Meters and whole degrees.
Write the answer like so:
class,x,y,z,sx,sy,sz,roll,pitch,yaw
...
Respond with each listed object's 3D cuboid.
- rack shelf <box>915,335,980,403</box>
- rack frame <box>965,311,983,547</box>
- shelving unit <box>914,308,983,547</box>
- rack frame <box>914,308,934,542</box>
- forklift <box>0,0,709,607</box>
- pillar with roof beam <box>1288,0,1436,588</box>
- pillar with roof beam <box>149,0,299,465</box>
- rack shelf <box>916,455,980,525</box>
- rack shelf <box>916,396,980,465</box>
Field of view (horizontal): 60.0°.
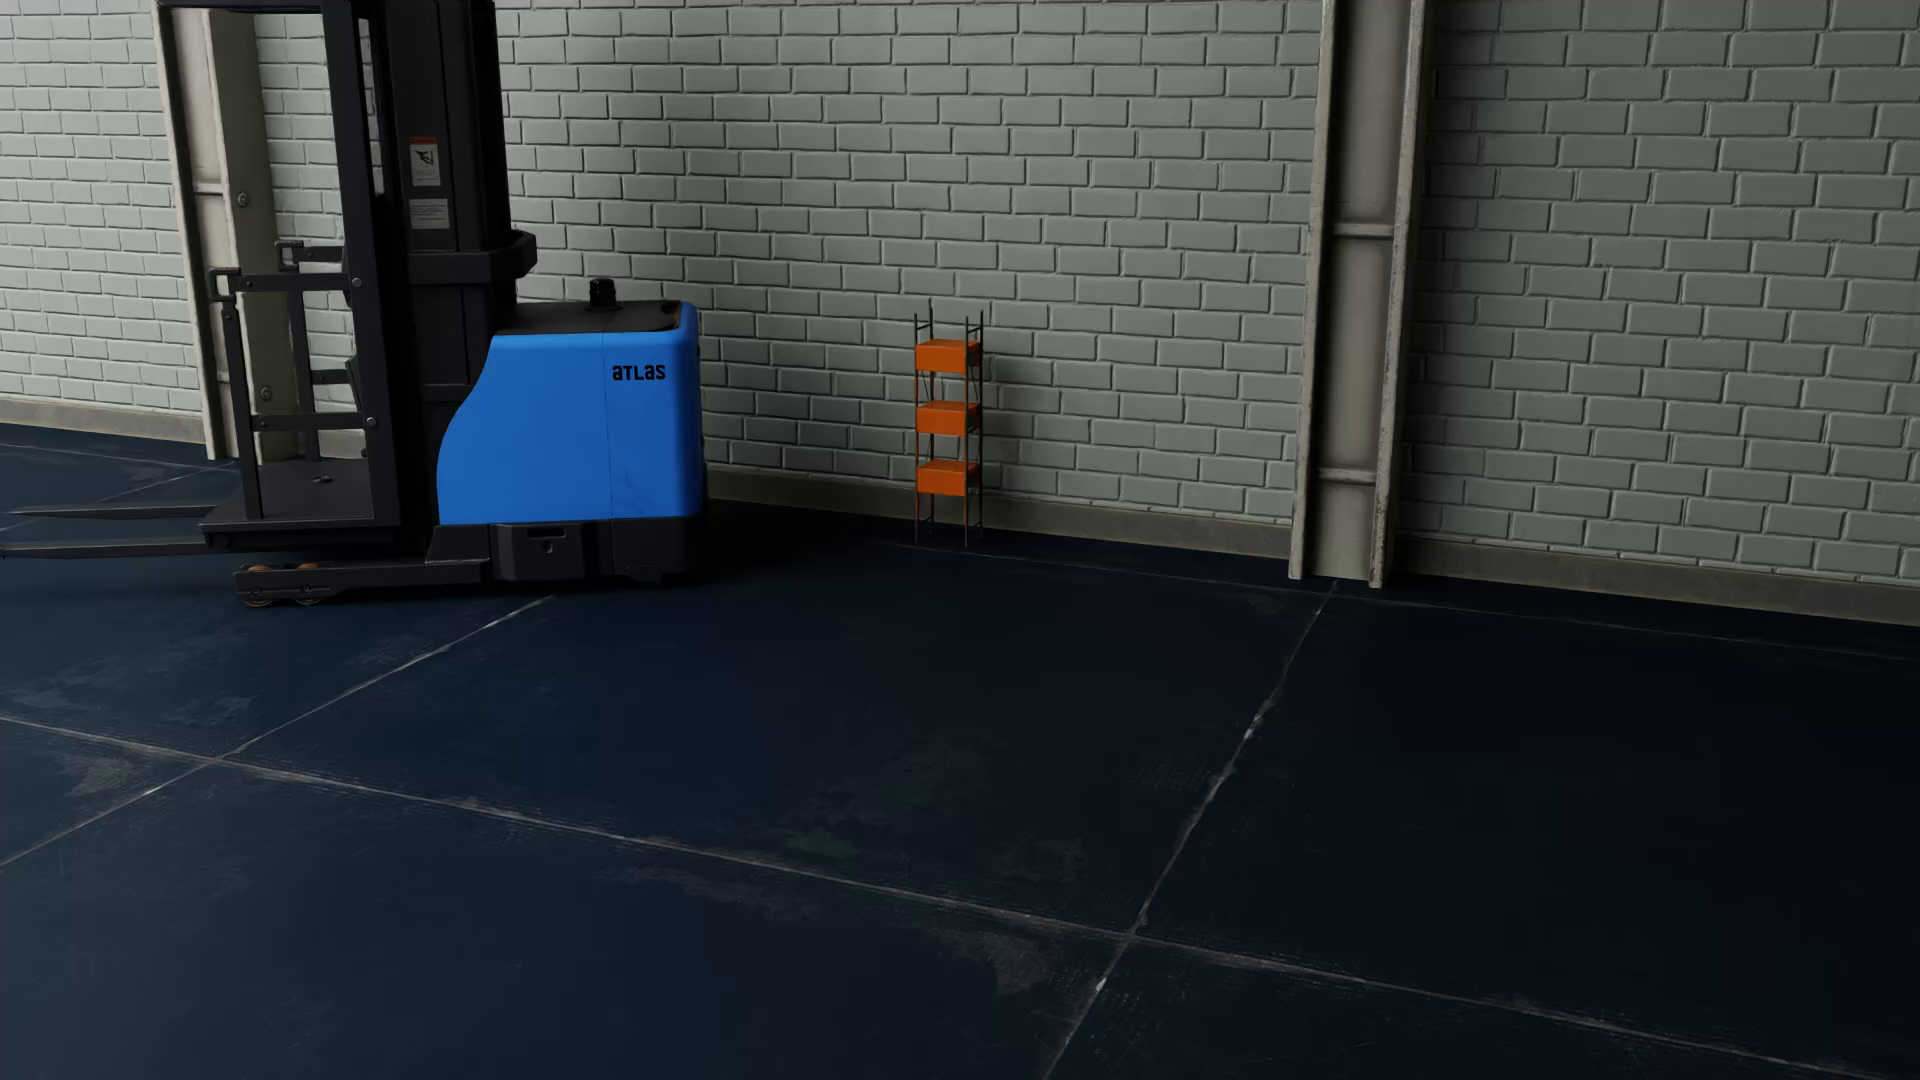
class,x,y,z,sx,sy,sz,roll,pitch,yaw
rack shelf,-0.050,-0.772,7.470,0.240,0.259,0.215,6,17,21
rack frame,0.064,-0.497,7.503,0.008,1.050,0.200,6,17,21
shelving unit,-0.050,-0.510,7.546,0.252,1.050,0.215,6,17,21
rack frame,-0.163,-0.522,7.589,0.008,1.050,0.200,6,17,21
forklift,-2.632,-1.294,6.872,3.031,2.935,1.130,-2,16,-7
pillar with roof beam,0.065,-3.061,2.078,0.400,9.000,9.100,6,17,21
pillar with roof beam,-5.517,-3.675,4.193,0.400,9.000,9.100,6,17,21
rack shelf,-0.050,-0.233,7.627,0.240,0.259,0.215,6,17,21
rack shelf,-0.050,-0.499,7.549,0.240,0.259,0.215,6,17,21
